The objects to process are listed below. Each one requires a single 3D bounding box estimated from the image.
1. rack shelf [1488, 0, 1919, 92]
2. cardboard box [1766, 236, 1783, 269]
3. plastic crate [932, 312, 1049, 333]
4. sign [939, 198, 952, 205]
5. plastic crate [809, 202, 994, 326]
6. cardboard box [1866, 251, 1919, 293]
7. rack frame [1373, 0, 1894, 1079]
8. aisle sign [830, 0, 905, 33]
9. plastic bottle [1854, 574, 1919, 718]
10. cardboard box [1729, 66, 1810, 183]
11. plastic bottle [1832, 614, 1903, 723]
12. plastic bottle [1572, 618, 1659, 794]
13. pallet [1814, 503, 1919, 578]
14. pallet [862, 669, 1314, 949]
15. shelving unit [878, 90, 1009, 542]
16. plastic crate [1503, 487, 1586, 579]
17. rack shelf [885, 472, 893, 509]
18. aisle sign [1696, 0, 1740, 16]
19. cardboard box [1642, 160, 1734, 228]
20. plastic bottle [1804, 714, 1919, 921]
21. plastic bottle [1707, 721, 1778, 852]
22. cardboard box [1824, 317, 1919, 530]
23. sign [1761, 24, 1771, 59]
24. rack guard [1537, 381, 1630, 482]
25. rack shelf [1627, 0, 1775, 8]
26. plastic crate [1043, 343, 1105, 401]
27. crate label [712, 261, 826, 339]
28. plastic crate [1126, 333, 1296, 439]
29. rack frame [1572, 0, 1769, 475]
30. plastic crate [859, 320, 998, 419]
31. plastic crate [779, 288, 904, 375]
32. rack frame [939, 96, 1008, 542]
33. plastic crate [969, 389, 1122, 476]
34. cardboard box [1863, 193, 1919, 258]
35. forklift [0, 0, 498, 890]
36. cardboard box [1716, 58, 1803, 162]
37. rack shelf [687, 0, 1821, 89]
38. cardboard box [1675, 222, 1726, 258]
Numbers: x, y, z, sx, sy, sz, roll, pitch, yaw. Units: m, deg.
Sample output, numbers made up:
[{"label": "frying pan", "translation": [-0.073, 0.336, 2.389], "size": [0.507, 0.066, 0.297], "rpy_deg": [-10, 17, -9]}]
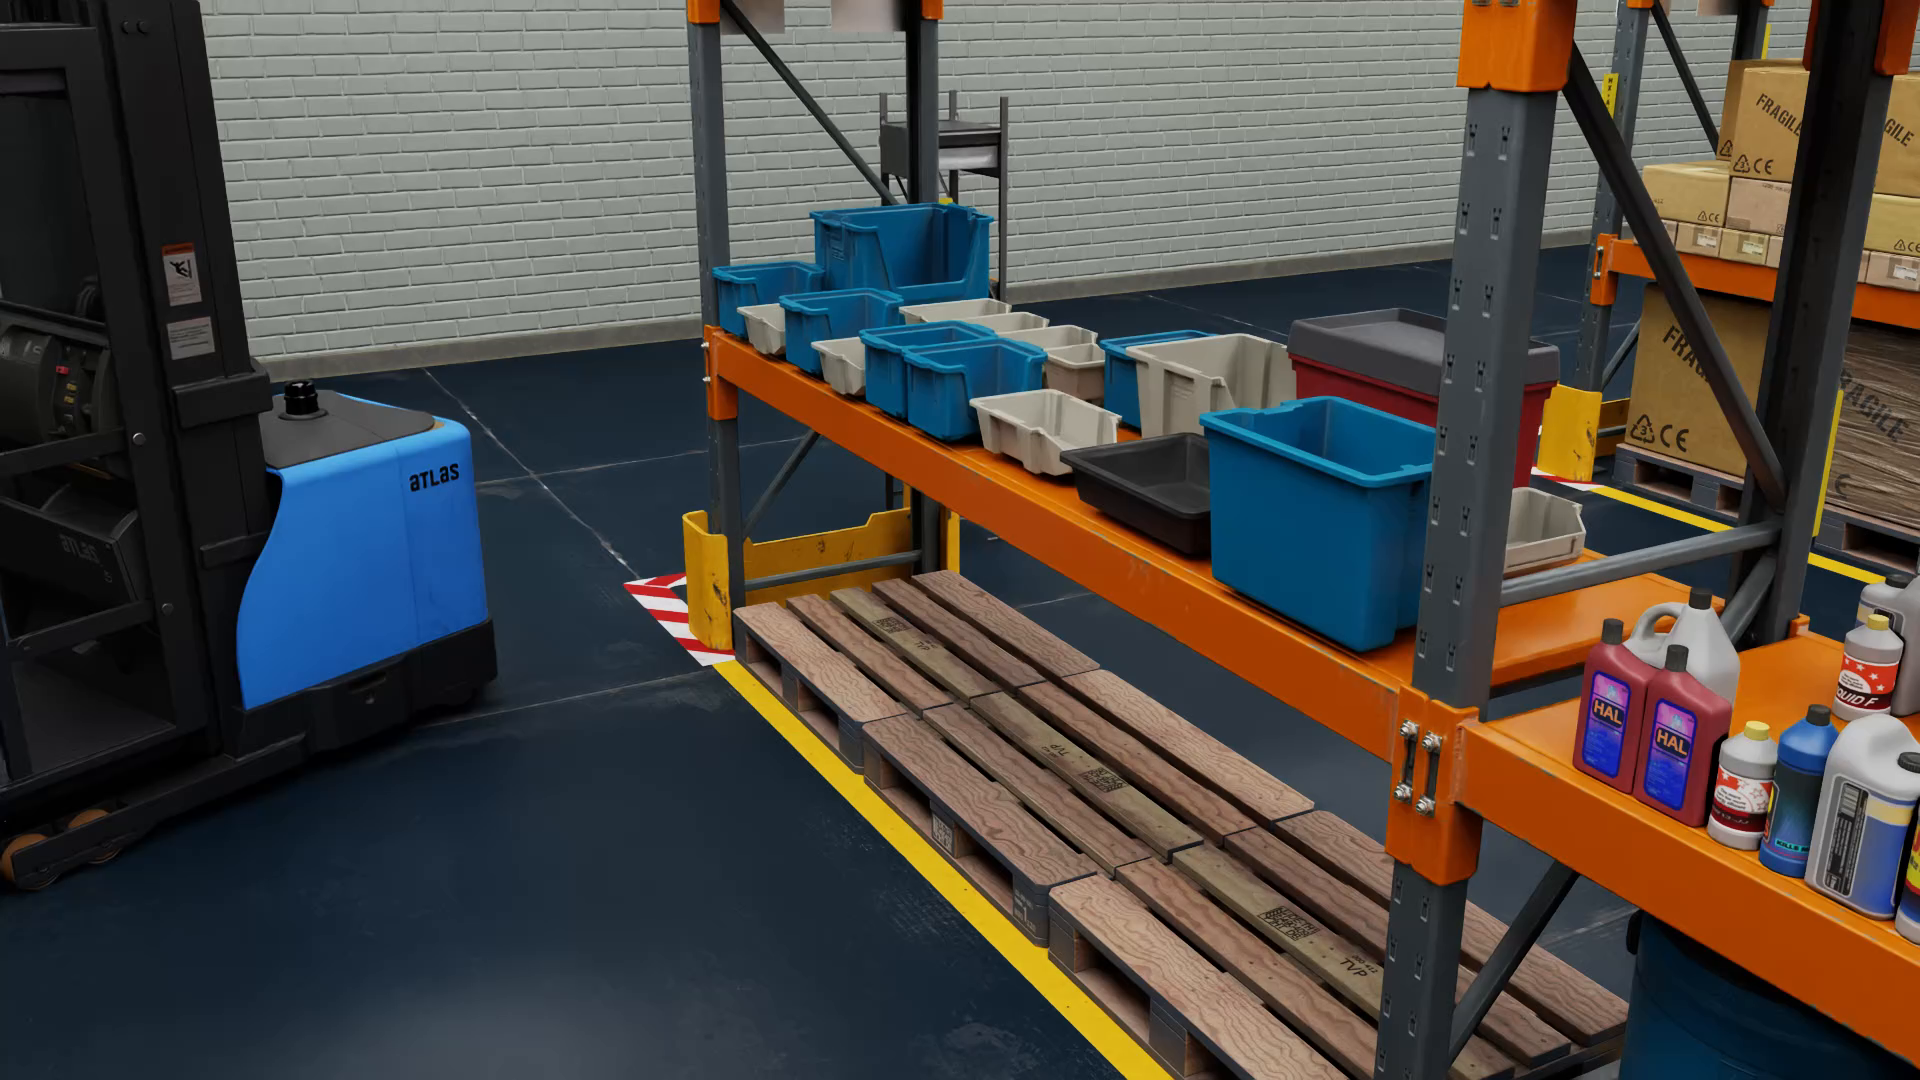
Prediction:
[{"label": "rack shelf", "translation": [2.296, -0.445, 1.327], "size": [1.077, 0.370, 4.000], "rpy_deg": [-10, 21, -27]}, {"label": "cardboard box", "translation": [4.054, -1.363, 7.869], "size": [0.380, 0.149, 0.250], "rpy_deg": [-10, 22, -27]}, {"label": "plastic crate", "translation": [0.119, -0.702, 5.879], "size": [0.396, 0.136, 0.243], "rpy_deg": [-10, 21, -27]}, {"label": "sign", "translation": [-0.076, -1.257, 6.924], "size": [0.100, 0.325, 0.005], "rpy_deg": [-10, 21, -27]}, {"label": "plastic crate", "translation": [-0.229, -1.067, 6.480], "size": [0.616, 0.435, 0.499], "rpy_deg": [-10, 21, -27]}, {"label": "cardboard box", "translation": [4.297, -1.216, 7.443], "size": [0.380, 0.149, 0.250], "rpy_deg": [-10, 22, -27]}, {"label": "rack frame", "translation": [1.350, 0.058, 3.364], "size": [0.949, 2.616, 0.053], "rpy_deg": [-10, 21, -27]}, {"label": "aisle sign", "translation": [-0.329, -2.384, 6.458], "size": [0.394, 0.787, 0.004], "rpy_deg": [-10, 21, -27]}, {"label": "plastic bottle", "translation": [1.818, 0.180, 3.200], "size": [0.152, 0.276, 0.135], "rpy_deg": [-10, 21, -27]}, {"label": "cardboard box", "translation": [4.034, -1.958, 7.831], "size": [0.500, 0.500, 0.500], "rpy_deg": [-11, 22, -28]}, {"label": "plastic bottle", "translation": [1.717, 0.240, 3.141], "size": [0.097, 0.201, 0.097], "rpy_deg": [0, 19, 0]}, {"label": "plastic bottle", "translation": [1.145, 0.285, 2.885], "size": [0.061, 0.283, 0.133], "rpy_deg": [-10, 21, -27]}, {"label": "pallet", "translation": [4.830, 0.029, 7.725], "size": [1.003, 0.211, 1.213], "rpy_deg": [-10, 21, -27]}, {"label": "pallet", "translation": [0.380, 0.821, 5.428], "size": [1.003, 0.211, 1.213], "rpy_deg": [-10, 21, -27]}, {"label": "shelving unit", "translation": [-0.079, -1.040, 7.927], "size": [0.431, 2.100, 0.503], "rpy_deg": [-10, 21, -27]}, {"label": "plastic crate", "translation": [1.251, -0.001, 3.847], "size": [0.396, 0.136, 0.243], "rpy_deg": [-10, 21, -27]}, {"label": "rack shelf", "translation": [-0.079, -0.365, 8.159], "size": [0.431, 0.518, 0.480], "rpy_deg": [-10, 21, -27]}, {"label": "aisle sign", "translation": [4.036, -3.153, 8.684], "size": [0.394, 0.787, 0.004], "rpy_deg": [-10, 21, -27]}, {"label": "cardboard box", "translation": [3.796, -1.747, 8.369], "size": [0.500, 0.250, 0.500], "rpy_deg": [-11, 22, -28]}, {"label": "plastic bottle", "translation": [1.405, 0.414, 2.522], "size": [0.152, 0.276, 0.135], "rpy_deg": [-10, 21, -27]}, {"label": "plastic bottle", "translation": [1.280, 0.393, 2.700], "size": [0.097, 0.201, 0.097], "rpy_deg": [0, 19, 0]}, {"label": "cardboard box", "translation": [4.613, -0.618, 7.938], "size": [0.875, 0.875, 0.875], "rpy_deg": [-10, 21, -27]}, {"label": "sign", "translation": [4.290, -2.596, 8.918], "size": [0.100, 0.325, 0.005], "rpy_deg": [-10, 21, -27]}, {"label": "rack guard", "translation": [3.795, -0.682, 9.341], "size": [1.175, 0.500, 0.348], "rpy_deg": [-10, 21, -27]}, {"label": "rack shelf", "translation": [4.756, -2.360, 6.878], "size": [1.077, 0.370, 4.000], "rpy_deg": [-10, 21, -27]}, {"label": "plastic crate", "translation": [0.429, -0.543, 5.420], "size": [0.298, 0.136, 0.250], "rpy_deg": [-10, 21, -27]}, {"label": "crate label", "translation": [-0.725, -0.917, 6.355], "size": [0.416, 0.233, 0.303], "rpy_deg": [-10, 21, -27]}, {"label": "plastic crate", "translation": [0.784, -0.381, 4.725], "size": [0.437, 0.282, 0.530], "rpy_deg": [-10, 21, -27]}, {"label": "rack frame", "translation": [3.806, -1.857, 8.914], "size": [1.000, 3.000, 0.127], "rpy_deg": [-10, 21, -27]}, {"label": "plastic crate", "translation": [-0.100, -0.539, 5.259], "size": [0.416, 0.233, 0.300], "rpy_deg": [-10, 21, -27]}, {"label": "plastic crate", "translation": [-0.413, -0.728, 5.807], "size": [0.416, 0.233, 0.300], "rpy_deg": [-10, 21, -27]}, {"label": "rack frame", "translation": [0.037, -0.970, 7.724], "size": [0.400, 2.100, 0.015], "rpy_deg": [-10, 21, -27]}, {"label": "plastic crate", "translation": [0.255, -0.298, 4.710], "size": [0.293, 0.136, 0.466], "rpy_deg": [-10, 21, -27]}, {"label": "cardboard box", "translation": [4.285, -1.454, 7.520], "size": [0.500, 0.250, 0.500], "rpy_deg": [-11, 22, -28]}, {"label": "forklift", "translation": [-3.054, -0.502, 5.094], "size": [1.130, 2.935, 3.031], "rpy_deg": [13, 23, 34]}, {"label": "cardboard box", "translation": [4.269, -2.182, 8.480], "size": [0.500, 0.500, 0.500], "rpy_deg": [-10, 21, -26]}, {"label": "rack shelf", "translation": [0.397, -1.593, 4.655], "size": [1.077, 0.370, 4.000], "rpy_deg": [-10, 21, -27]}, {"label": "cardboard box", "translation": [3.807, -1.512, 8.298], "size": [0.380, 0.149, 0.250], "rpy_deg": [-10, 22, -27]}]
